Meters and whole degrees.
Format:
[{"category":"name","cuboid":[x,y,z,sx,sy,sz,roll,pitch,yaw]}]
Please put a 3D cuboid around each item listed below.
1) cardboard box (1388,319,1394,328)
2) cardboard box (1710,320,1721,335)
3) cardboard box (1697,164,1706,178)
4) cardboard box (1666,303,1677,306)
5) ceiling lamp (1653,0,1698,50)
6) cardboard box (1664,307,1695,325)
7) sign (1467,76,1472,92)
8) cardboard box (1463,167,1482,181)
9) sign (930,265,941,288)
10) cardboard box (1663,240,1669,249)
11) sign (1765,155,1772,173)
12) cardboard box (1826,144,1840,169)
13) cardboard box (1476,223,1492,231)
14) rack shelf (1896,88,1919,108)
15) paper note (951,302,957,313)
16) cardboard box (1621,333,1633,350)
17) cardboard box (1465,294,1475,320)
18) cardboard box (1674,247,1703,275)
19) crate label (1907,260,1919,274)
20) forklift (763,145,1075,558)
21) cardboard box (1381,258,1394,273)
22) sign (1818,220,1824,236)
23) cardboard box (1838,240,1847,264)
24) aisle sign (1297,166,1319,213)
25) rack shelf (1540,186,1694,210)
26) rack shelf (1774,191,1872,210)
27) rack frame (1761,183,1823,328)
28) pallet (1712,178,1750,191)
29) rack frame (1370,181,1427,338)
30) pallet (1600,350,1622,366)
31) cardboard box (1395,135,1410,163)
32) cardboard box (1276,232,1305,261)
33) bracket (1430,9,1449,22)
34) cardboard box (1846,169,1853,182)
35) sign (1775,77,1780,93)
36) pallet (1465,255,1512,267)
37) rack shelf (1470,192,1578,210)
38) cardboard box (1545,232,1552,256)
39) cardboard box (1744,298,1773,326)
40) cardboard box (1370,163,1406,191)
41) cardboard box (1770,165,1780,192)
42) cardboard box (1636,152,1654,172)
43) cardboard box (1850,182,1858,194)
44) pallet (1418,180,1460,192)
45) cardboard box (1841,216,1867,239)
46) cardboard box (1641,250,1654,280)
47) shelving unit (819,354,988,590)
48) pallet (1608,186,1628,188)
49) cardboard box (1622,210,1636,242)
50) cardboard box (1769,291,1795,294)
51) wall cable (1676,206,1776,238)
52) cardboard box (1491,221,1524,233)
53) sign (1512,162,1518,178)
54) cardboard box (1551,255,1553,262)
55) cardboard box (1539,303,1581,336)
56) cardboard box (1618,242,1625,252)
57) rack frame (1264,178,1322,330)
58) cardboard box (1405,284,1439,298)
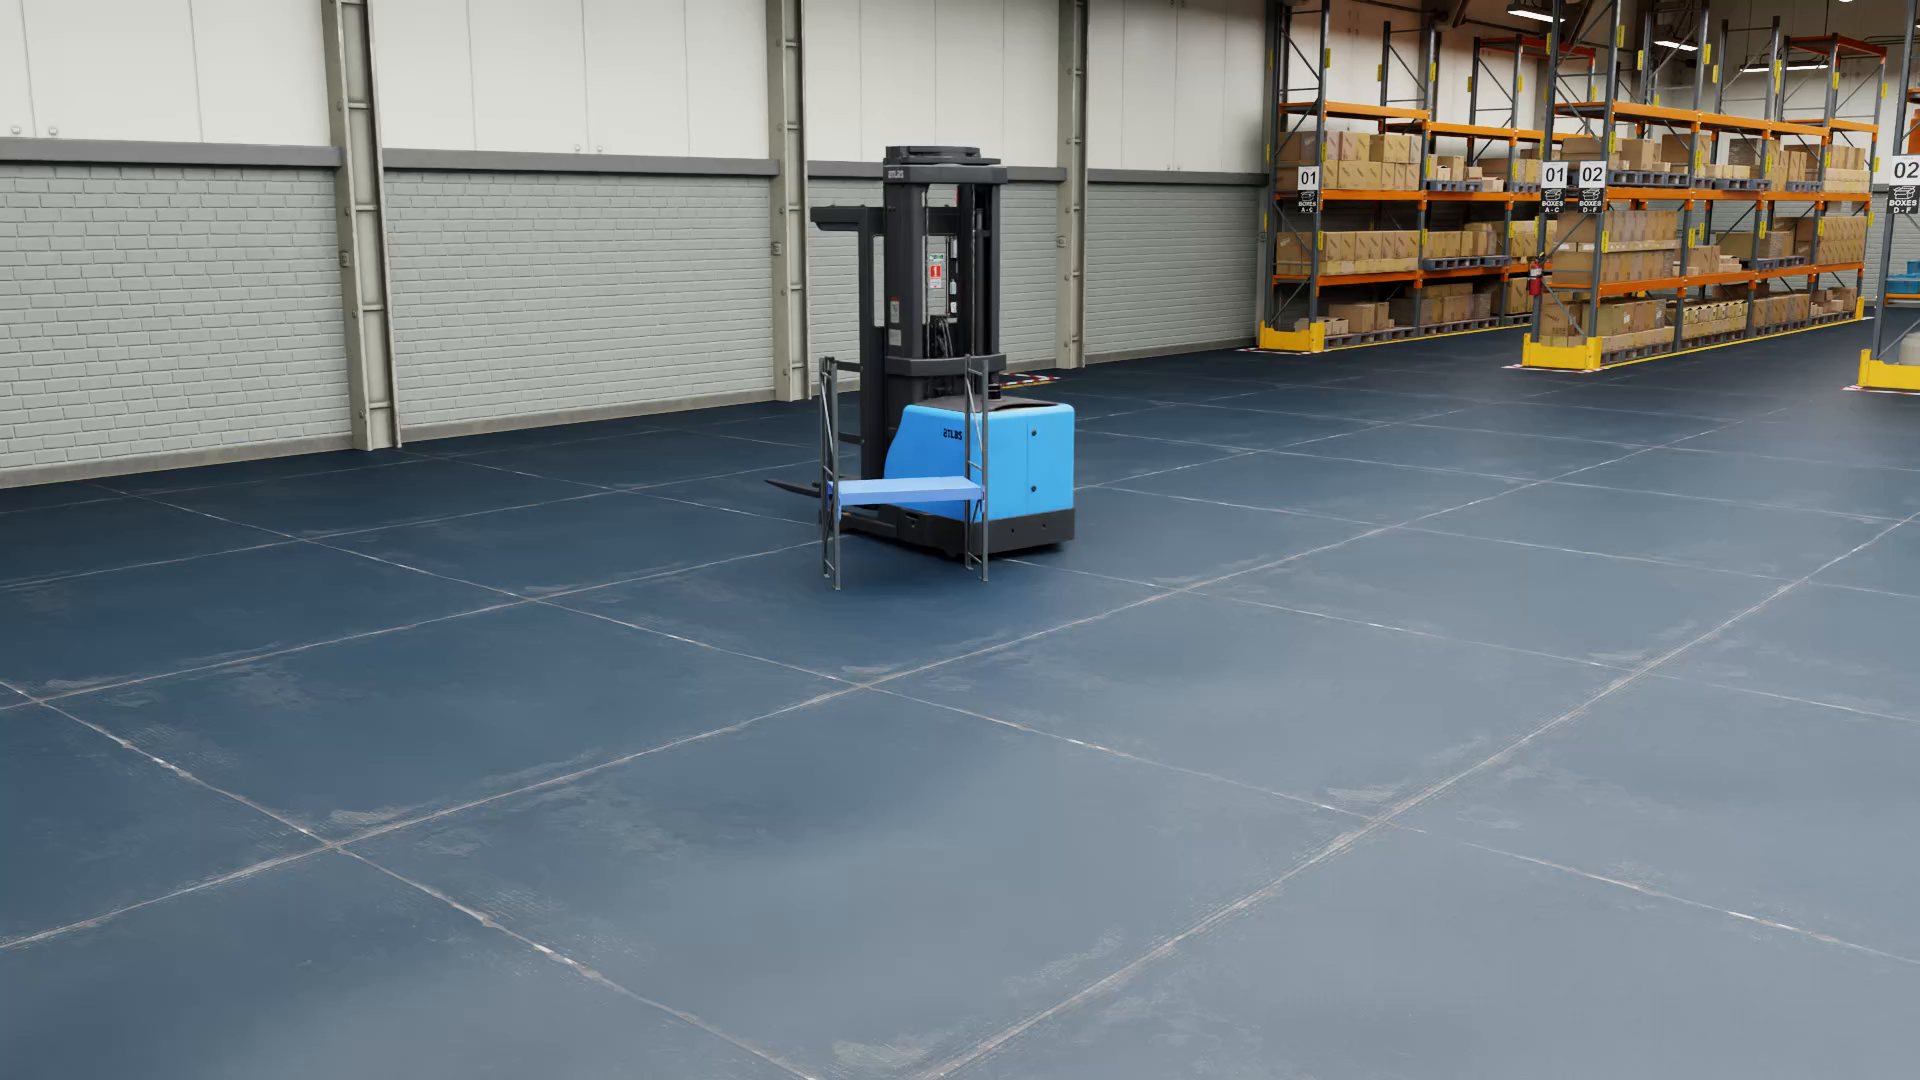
[{"category":"cardboard box","cuboid":[8.203,-4.218,32.284,0.380,0.166,0.250,7,14,33]},{"category":"cardboard box","cuboid":[13.725,-3.946,30.757,0.500,0.250,0.500,10,15,41]},{"category":"cardboard box","cuboid":[13.032,-6.609,29.793,0.500,0.250,0.500,8,14,35]},{"category":"cardboard box","cuboid":[12.979,-4.214,30.670,0.500,0.311,0.500,10,15,40]},{"category":"ceiling lamp","cuboid":[15.372,-11.970,34.766,0.800,3.185,2.000,10,15,40]},{"category":"cardboard box","cuboid":[12.717,-3.996,29.576,0.500,0.311,0.500,10,15,41]},{"category":"sign","cuboid":[10.755,-9.612,35.071,0.100,0.325,0.005,10,15,40]},{"category":"cardboard box","cuboid":[10.249,-7.416,34.209,0.637,0.503,0.797,-10,15,-40]},{"category":"sign","cuboid":[-0.357,-3.809,24.033,0.001,0.329,0.234,10,15,40]},{"category":"cardboard box","cuboid":[11.903,-5.059,28.471,0.380,0.149,0.250,9,15,39]},{"category":"sign","cuboid":[15.309,-7.114,31.488,0.100,0.325,0.005,10,15,40]},{"category":"cardboard box","cuboid":[18.267,-8.154,35.410,0.700,0.500,0.500,10,15,40]},{"category":"cardboard box","cuboid":[10.969,-6.591,35.020,0.380,0.149,0.250,7,14,33]},{"category":"rack shelf","cuboid":[14.656,-6.293,24.099,1.077,0.370,4.000,10,15,40]},{"category":"paper note","cuboid":[-0.083,-3.410,24.377,0.016,0.148,0.142,10,15,40]},{"category":"cardboard box","cuboid":[10.796,-3.302,27.531,0.500,0.250,0.500,10,15,40]},{"category":"cardboard box","cuboid":[10.311,-4.880,34.743,0.700,0.500,0.500,10,15,40]},{"category":"cardboard box","cuboid":[13.124,-5.072,30.193,0.500,0.500,0.500,-11,16,-43]},{"category":"crate label","cuboid":[14.347,-3.928,24.631,0.502,0.435,0.616,10,15,40]},{"category":"forklift","cuboid":[-0.463,-1.543,12.955,1.130,2.935,3.031,-9,14,-38]},{"category":"cardboard box","cuboid":[7.793,-5.154,31.188,0.500,0.250,0.500,10,15,40]},{"category":"sign","cuboid":[17.958,-6.508,34.682,0.100,0.325,0.005,10,15,40]},{"category":"cardboard box","cuboid":[19.082,-6.325,36.463,0.500,0.500,0.500,9,15,40]},{"category":"aisle sign","cuboid":[6.071,-6.112,29.015,0.394,0.787,0.004,10,15,40]},{"category":"rack shelf","cuboid":[10.937,-5.659,27.563,1.077,0.370,4.000,10,15,40]},{"category":"rack shelf","cuboid":[18.859,-7.424,36.402,1.077,0.370,4.000,10,15,40]},{"category":"rack frame","cuboid":[17.538,-6.012,35.152,1.000,3.000,0.127,10,15,40]},{"category":"pallet","cuboid":[13.781,-6.525,30.547,1.003,0.211,1.213,11,16,43]},{"category":"rack frame","cuboid":[8.534,-5.475,32.463,1.000,3.000,0.127,10,15,40]},{"category":"pallet","cuboid":[10.090,-2.997,27.176,1.003,0.211,1.213,10,15,40]},{"category":"cardboard box","cuboid":[8.051,-7.304,31.102,0.500,0.500,0.500,11,16,43]},{"category":"cardboard box","cuboid":[6.045,-5.287,29.941,0.500,0.500,0.500,10,15,40]},{"category":"bracket","cuboid":[9.659,-10.584,33.536,0.235,0.232,0.430,10,15,40]},{"category":"cardboard box","cuboid":[19.043,-7.913,36.120,0.500,0.250,0.500,10,15,40]},{"category":"sign","cuboid":[17.143,-9.523,34.830,0.100,0.325,0.005,10,15,40]},{"category":"pallet","cuboid":[10.784,-5.850,34.834,1.213,0.211,1.003,10,15,40]},{"category":"rack shelf","cuboid":[12.495,-7.476,36.659,1.077,0.370,4.000,10,15,40]},{"category":"cardboard box","cuboid":[12.706,-6.533,36.694,0.500,0.500,0.500,10,15,42]},{"category":"cardboard box","cuboid":[15.754,-4.521,32.947,0.500,0.500,0.500,9,14,38]},{"category":"cardboard box","cuboid":[8.043,-6.825,31.261,0.500,0.500,0.500,8,14,36]},{"category":"cardboard box","cuboid":[15.497,-7.087,32.621,0.910,0.500,0.500,10,15,40]},{"category":"cardboard box","cuboid":[11.076,-6.405,27.769,0.637,0.503,0.797,-10,15,-41]},{"category":"cardboard box","cuboid":[19.379,-7.741,36.532,0.500,0.250,0.500,10,15,40]},{"category":"pallet","cuboid":[9.022,-6.931,32.573,1.213,0.211,1.003,10,15,40]},{"category":"cardboard box","cuboid":[20.092,-7.039,37.485,0.500,0.500,0.500,10,15,40]},{"category":"cardboard box","cuboid":[11.292,-4.666,28.159,0.700,0.500,0.500,10,15,41]},{"category":"shelving unit","cuboid":[-0.382,-0.475,11.259,1.048,1.500,0.538,-3,12,-14]},{"category":"pallet","cuboid":[15.168,-8.377,39.561,1.003,0.211,1.213,10,15,40]},{"category":"cardboard box","cuboid":[10.645,-5.159,27.313,0.700,0.500,0.500,10,15,41]},{"category":"cardboard box","cuboid":[17.701,-5.122,35.957,0.500,0.500,0.500,10,15,40]},{"category":"wall cable","cuboid":[20.457,-9.445,44.954,3.097,2.526,0.112,10,15,40]},{"category":"cardboard box","cuboid":[11.687,-6.673,35.484,0.500,0.250,0.500,10,15,42]},{"category":"sign","cuboid":[11.581,-7.717,34.712,0.100,0.325,0.005,10,15,40]},{"category":"cardboard box","cuboid":[13.109,-6.306,37.214,0.380,0.149,0.250,10,15,40]},{"category":"cardboard box","cuboid":[9.748,-3.589,27.055,0.500,0.500,0.500,10,15,40]},{"category":"cardboard box","cuboid":[10.544,-4.756,26.952,0.380,0.149,0.250,9,15,39]},{"category":"rack frame","cuboid":[5.894,-4.886,29.517,1.000,3.000,0.127,10,15,40]},{"category":"cardboard box","cuboid":[9.296,-5.008,33.471,0.500,0.250,0.500,9,15,39]}]
